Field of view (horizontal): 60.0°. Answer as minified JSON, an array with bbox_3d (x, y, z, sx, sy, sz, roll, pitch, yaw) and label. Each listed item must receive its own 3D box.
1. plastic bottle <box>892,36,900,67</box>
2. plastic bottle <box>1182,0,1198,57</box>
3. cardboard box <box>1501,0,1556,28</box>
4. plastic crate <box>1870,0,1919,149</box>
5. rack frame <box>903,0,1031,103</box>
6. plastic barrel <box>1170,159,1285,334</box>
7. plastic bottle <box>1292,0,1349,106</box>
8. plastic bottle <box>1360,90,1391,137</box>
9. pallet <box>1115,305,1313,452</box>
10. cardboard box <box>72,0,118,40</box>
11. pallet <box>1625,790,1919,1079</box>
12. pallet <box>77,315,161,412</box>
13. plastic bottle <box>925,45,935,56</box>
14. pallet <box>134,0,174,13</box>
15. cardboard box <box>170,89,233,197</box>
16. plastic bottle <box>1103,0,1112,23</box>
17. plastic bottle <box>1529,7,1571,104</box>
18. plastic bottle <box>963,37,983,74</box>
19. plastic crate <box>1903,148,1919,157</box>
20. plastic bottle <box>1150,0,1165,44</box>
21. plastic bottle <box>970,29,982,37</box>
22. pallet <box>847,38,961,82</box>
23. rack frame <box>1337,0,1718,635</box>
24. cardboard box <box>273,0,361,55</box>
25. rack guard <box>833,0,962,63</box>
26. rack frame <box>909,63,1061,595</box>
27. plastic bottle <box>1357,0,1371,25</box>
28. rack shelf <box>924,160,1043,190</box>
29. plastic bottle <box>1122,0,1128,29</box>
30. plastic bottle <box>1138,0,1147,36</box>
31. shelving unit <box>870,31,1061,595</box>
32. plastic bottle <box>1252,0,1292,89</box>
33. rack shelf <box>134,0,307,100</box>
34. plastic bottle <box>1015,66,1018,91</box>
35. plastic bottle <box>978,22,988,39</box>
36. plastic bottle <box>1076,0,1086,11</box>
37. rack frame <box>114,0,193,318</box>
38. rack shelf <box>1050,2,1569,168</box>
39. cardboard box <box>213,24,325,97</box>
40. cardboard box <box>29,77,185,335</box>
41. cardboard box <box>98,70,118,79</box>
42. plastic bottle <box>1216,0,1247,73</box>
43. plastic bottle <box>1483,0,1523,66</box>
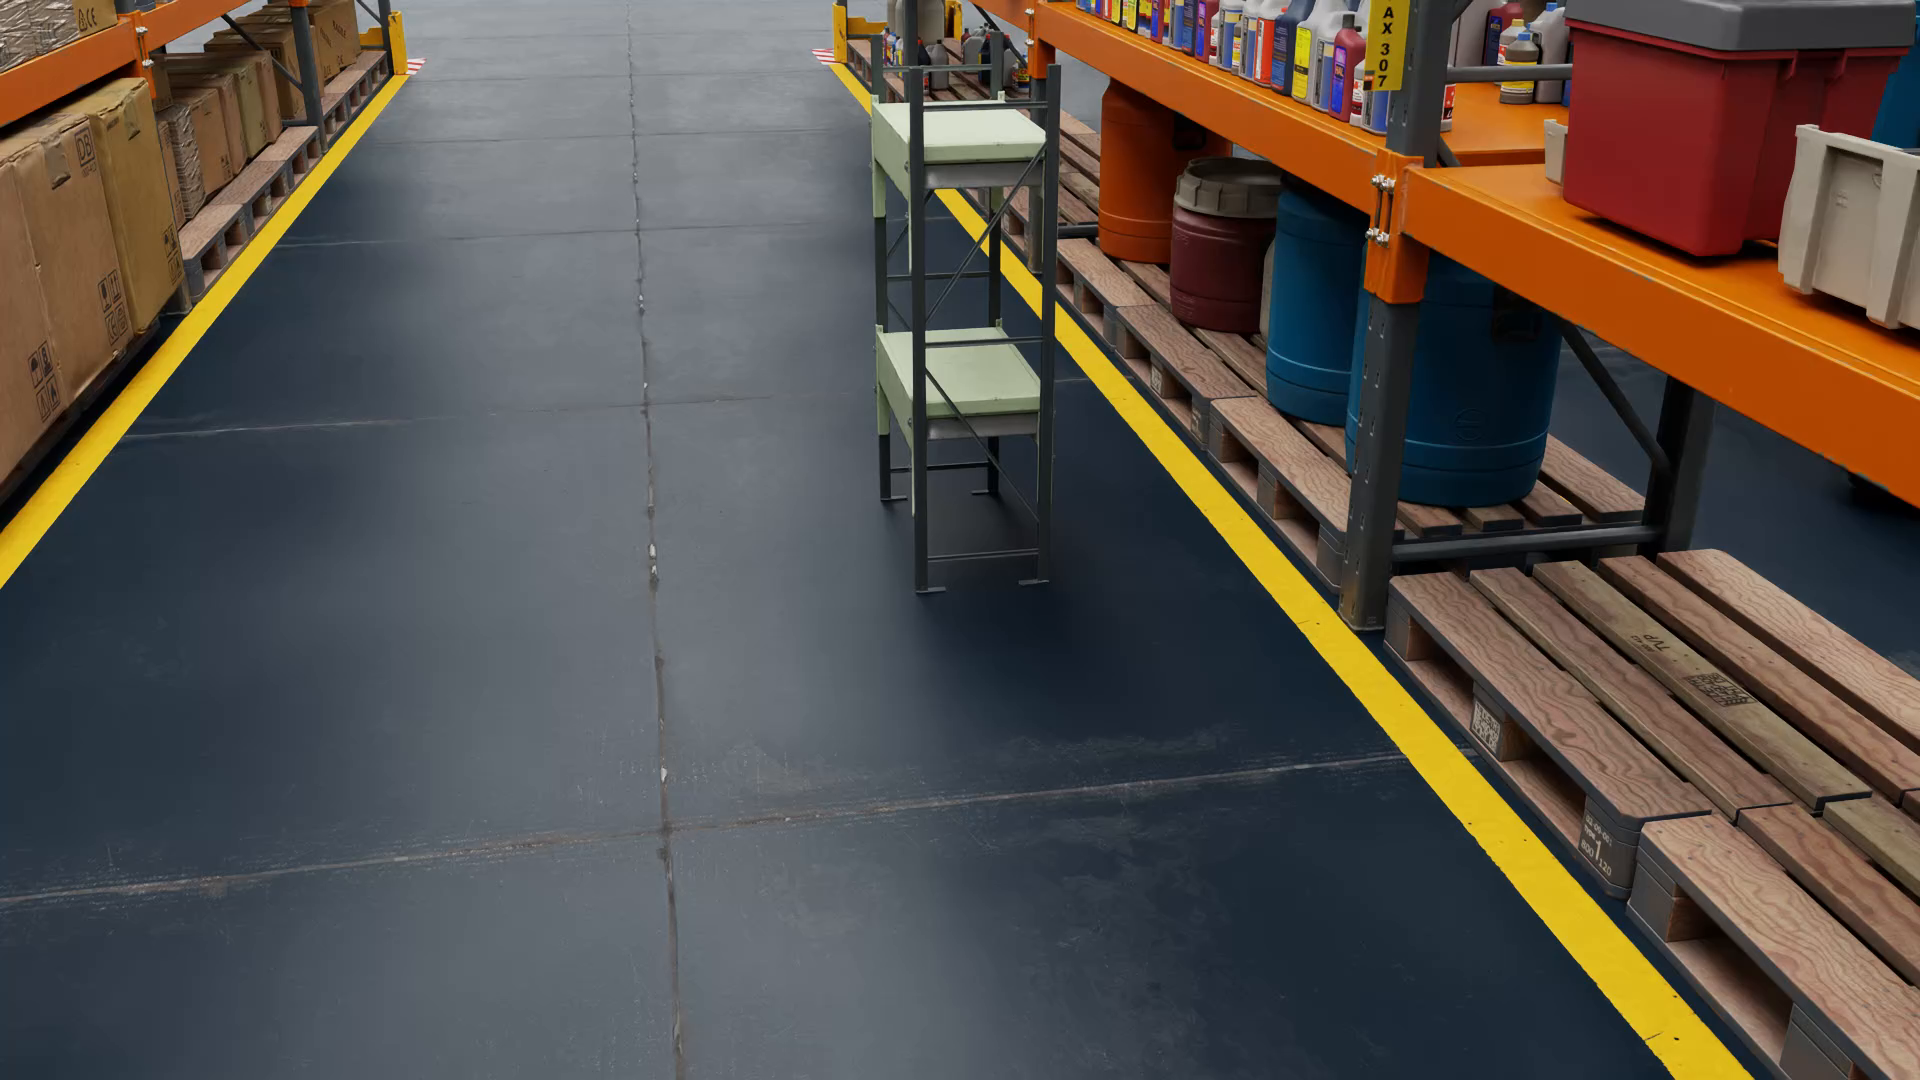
[{"bbox_3d":[-0.490,-3.853,13.182,0.097,0.271,0.097,0,24,0],"label":"plastic bottle"},{"bbox_3d":[0.886,-1.919,5.958,0.144,0.351,0.185,-4,24,-10],"label":"plastic bottle"},{"bbox_3d":[4.589,-4.323,13.374,0.500,0.500,0.500,-4,24,-10],"label":"cardboard box"},{"bbox_3d":[2.002,-1.033,3.813,0.392,0.384,0.575,-4,24,-10],"label":"plastic crate"},{"bbox_3d":[0.102,-4.318,11.389,1.000,3.000,0.127,-4,24,-10],"label":"rack frame"},{"bbox_3d":[1.157,-1.197,6.730,0.600,0.588,0.708,-4,24,-10],"label":"plastic barrel"},{"bbox_3d":[1.089,-1.486,4.966,0.144,0.351,0.185,-4,24,-10],"label":"plastic bottle"},{"bbox_3d":[1.190,-1.246,4.509,0.152,0.276,0.135,-4,24,-10],"label":"plastic bottle"},{"bbox_3d":[1.250,-0.681,6.545,1.003,0.211,1.213,-4,24,-10],"label":"pallet"},{"bbox_3d":[-3.691,-2.248,6.525,0.500,0.500,0.500,-4,24,-8],"label":"cardboard box"},{"bbox_3d":[1.984,0.874,2.985,1.003,0.211,1.213,-4,24,-10],"label":"pallet"},{"bbox_3d":[-3.955,-0.784,6.782,1.003,0.211,1.213,-4,24,-10],"label":"pallet"},{"bbox_3d":[-0.195,-3.600,12.598,0.152,0.276,0.135,-4,24,-10],"label":"plastic bottle"},{"bbox_3d":[-4.263,-2.563,7.609,1.213,0.211,1.003,-4,24,-10],"label":"pallet"},{"bbox_3d":[-4.397,-2.136,8.966,0.700,0.500,0.500,-2,24,-5],"label":"cardboard box"},{"bbox_3d":[0.689,-2.312,6.950,0.152,0.276,0.135,-4,24,-10],"label":"plastic bottle"},{"bbox_3d":[1.802,-1.469,5.020,0.152,0.276,0.135,-4,24,-10],"label":"plastic bottle"},{"bbox_3d":[0.106,-3.840,13.148,0.152,0.276,0.135,-4,24,-10],"label":"plastic bottle"},{"bbox_3d":[6.597,-1.958,5.624,10.364,0.629,4.185,-4,24,-10],"label":"plastic crate"},{"bbox_3d":[0.772,-2.039,6.317,0.061,0.283,0.133,-4,24,-10],"label":"plastic bottle"},{"bbox_3d":[0.152,-4.054,13.637,0.152,0.276,0.135,-4,24,-9],"label":"plastic bottle"},{"bbox_3d":[-0.433,-4.267,14.756,1.003,0.211,1.213,-4,24,-10],"label":"pallet"},{"bbox_3d":[1.581,-1.171,4.184,1.000,3.000,0.127,-4,24,-10],"label":"rack frame"},{"bbox_3d":[-5.407,-4.325,14.003,0.500,0.500,0.500,0,24,0],"label":"cardboard box"},{"bbox_3d":[-0.578,-4.719,15.431,1.175,0.500,0.348,-4,24,-10],"label":"rack guard"},{"bbox_3d":[0.066,-0.546,4.626,0.400,1.500,0.023,-4,24,-10],"label":"rack frame"},{"bbox_3d":[1.231,-1.497,4.991,0.144,0.351,0.185,-4,24,-10],"label":"plastic bottle"},{"bbox_3d":[-0.001,-1.113,4.771,0.332,0.071,0.664,-4,24,-10],"label":"rack shelf"},{"bbox_3d":[0.708,-2.177,6.736,0.097,0.201,0.097,0,24,0],"label":"plastic bottle"},{"bbox_3d":[0.751,-2.119,6.514,0.097,0.271,0.097,0,24,0],"label":"plastic bottle"},{"bbox_3d":[-0.001,-0.690,4.956,0.431,1.500,0.755,-4,24,-10],"label":"shelving unit"},{"bbox_3d":[1.030,-1.588,5.292,0.152,0.276,0.135,-4,24,-10],"label":"plastic bottle"},{"bbox_3d":[-4.396,-2.835,8.892,1.077,0.370,4.000,-4,24,-10],"label":"rack shelf"},{"bbox_3d":[0.455,-3.435,12.314,0.097,0.201,0.097,0,24,0],"label":"plastic bottle"},{"bbox_3d":[0.212,-3.968,13.349,0.144,0.351,0.185,-3,24,-8],"label":"plastic bottle"},{"bbox_3d":[0.604,-2.494,7.367,0.152,0.276,0.135,-4,24,-10],"label":"plastic bottle"},{"bbox_3d":[-4.026,-2.378,6.947,1.000,3.000,0.127,-4,24,-10],"label":"rack frame"},{"bbox_3d":[1.211,-1.718,6.090,0.919,0.124,3.809,-4,24,-10],"label":"rack shelf"},{"bbox_3d":[-4.914,-3.383,11.847,0.500,0.500,0.500,3,24,7],"label":"cardboard box"},{"bbox_3d":[-3.919,-1.324,6.663,1.225,0.875,0.875,-5,24,-12],"label":"cardboard box"},{"bbox_3d":[-4.180,-2.039,7.808,0.500,0.250,0.500,-3,24,-8],"label":"cardboard box"},{"bbox_3d":[0.962,-1.732,5.622,0.152,0.276,0.135,-4,24,-10],"label":"plastic bottle"},{"bbox_3d":[1.768,-1.643,5.410,0.061,0.283,0.133,-4,24,-10],"label":"plastic bottle"}]
